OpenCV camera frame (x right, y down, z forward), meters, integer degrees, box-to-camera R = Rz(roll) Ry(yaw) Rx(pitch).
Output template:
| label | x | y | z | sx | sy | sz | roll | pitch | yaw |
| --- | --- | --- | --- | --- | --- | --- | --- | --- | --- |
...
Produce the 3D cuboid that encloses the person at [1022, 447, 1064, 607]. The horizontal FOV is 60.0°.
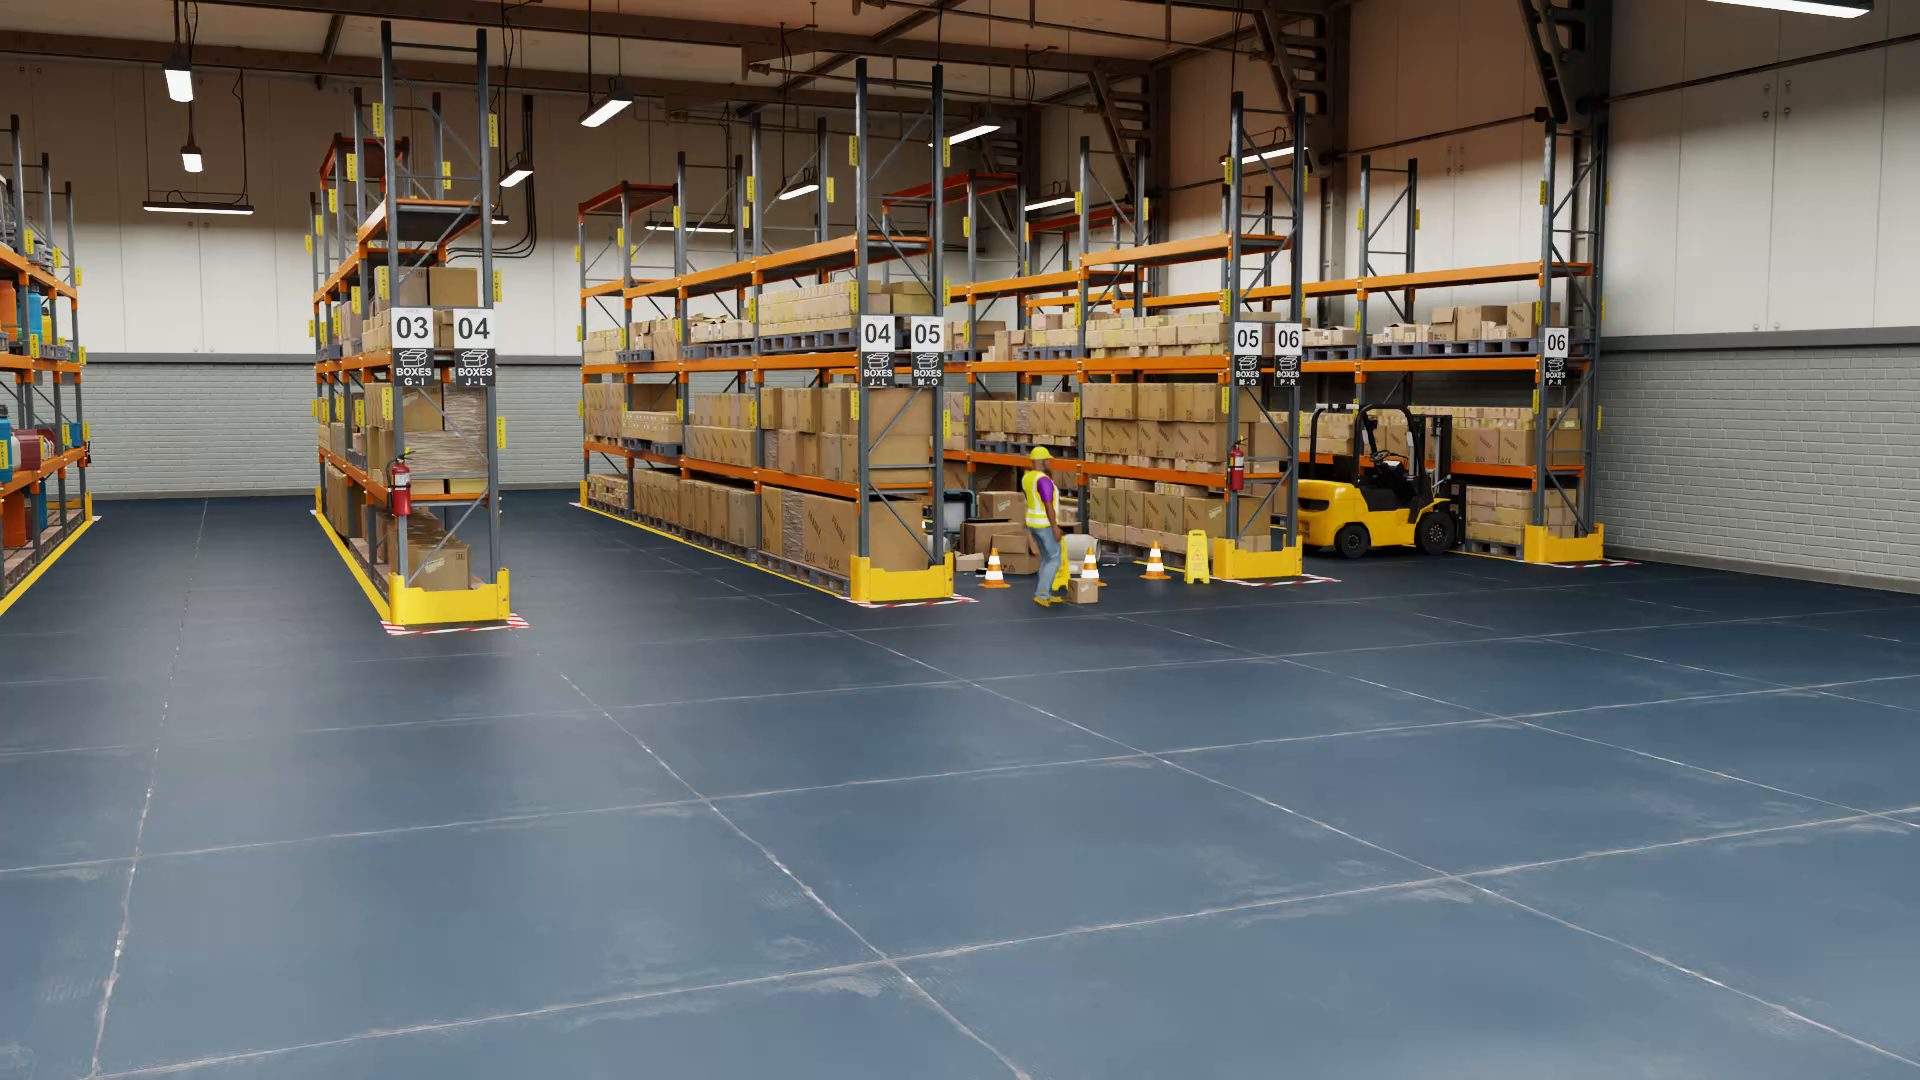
| label | x | y | z | sx | sy | sz | roll | pitch | yaw |
| --- | --- | --- | --- | --- | --- | --- | --- | --- | --- |
| person | 0.959 | -0.123 | 18.444 | 0.469 | 1.818 | 0.570 | -2 | 6 | -23 |
